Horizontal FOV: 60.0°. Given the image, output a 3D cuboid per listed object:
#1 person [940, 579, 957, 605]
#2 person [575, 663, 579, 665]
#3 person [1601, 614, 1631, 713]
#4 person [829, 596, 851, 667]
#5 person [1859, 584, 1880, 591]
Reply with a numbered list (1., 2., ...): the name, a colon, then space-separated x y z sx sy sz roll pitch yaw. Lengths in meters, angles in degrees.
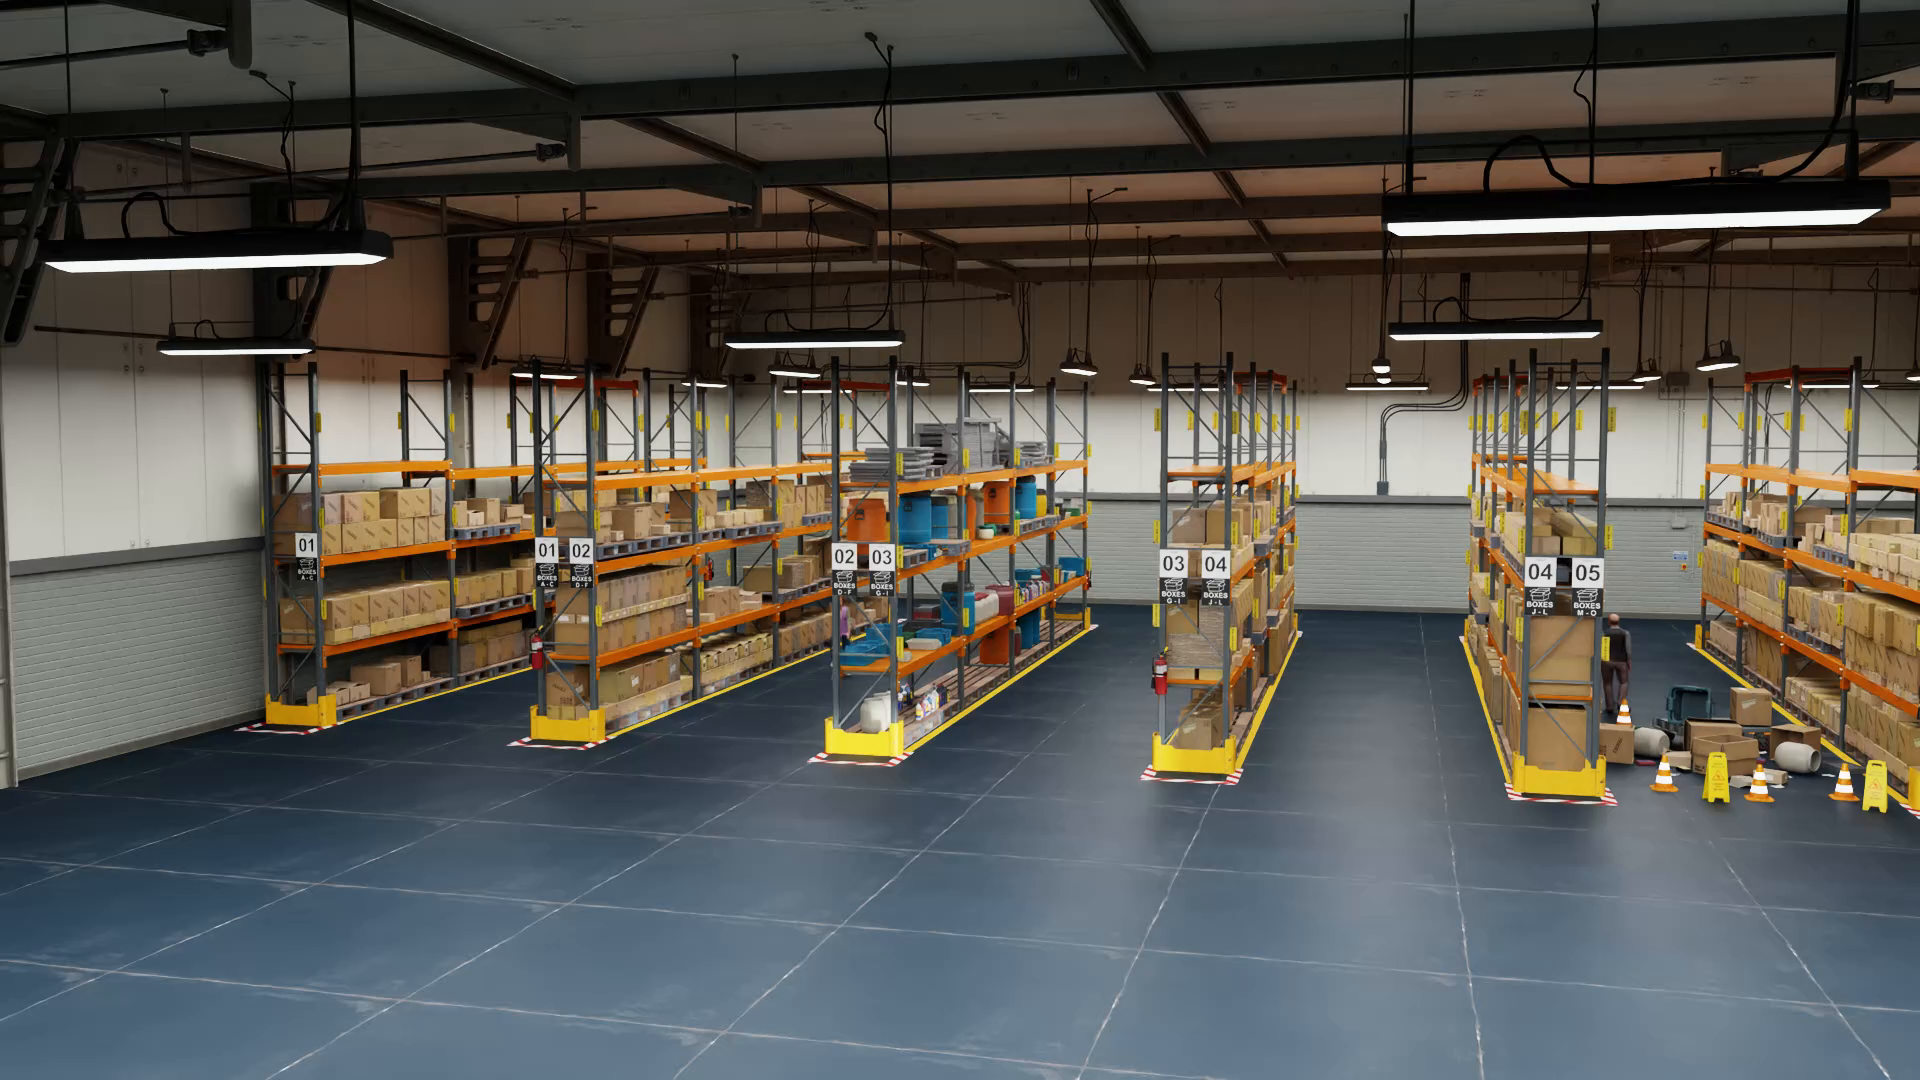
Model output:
1. person: -0.128 1.640 36.499 0.567 1.602 0.704 2 4 26
2. person: -6.972 1.947 31.027 0.622 1.763 0.692 0 4 0
3. person: 11.277 2.134 28.658 0.566 1.720 0.537 1 4 14
4. person: -2.327 1.760 32.408 0.440 1.408 0.971 1 4 8
5. person: 21.483 1.431 39.208 0.945 1.603 0.479 0 4 -4
